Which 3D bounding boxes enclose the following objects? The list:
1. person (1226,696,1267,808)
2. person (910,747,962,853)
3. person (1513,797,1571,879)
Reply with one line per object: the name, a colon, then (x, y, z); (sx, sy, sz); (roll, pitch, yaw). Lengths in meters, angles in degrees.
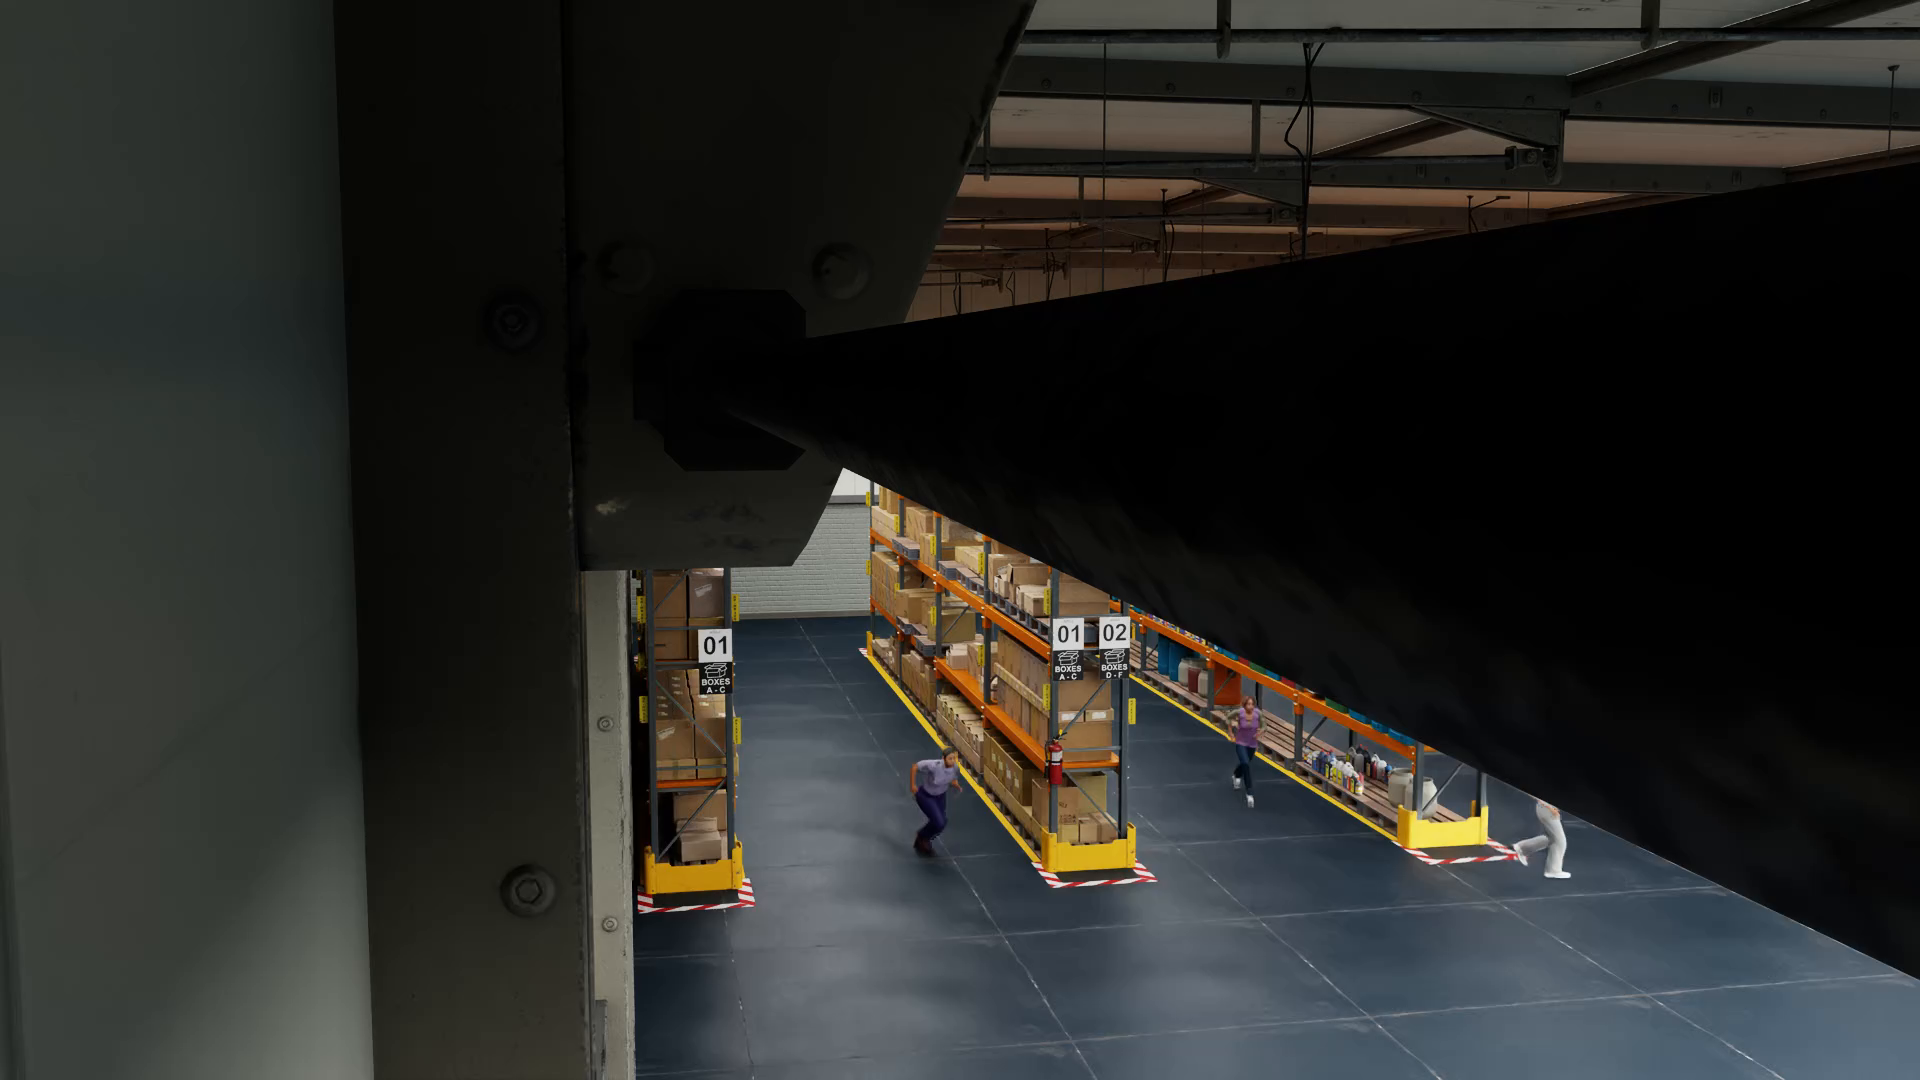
person: (4.167, 3.016, 24.325); (0.539, 1.594, 0.960); (-1, 6, -9)
person: (-0.340, 3.363, 21.409); (0.637, 1.482, 0.864); (-6, 8, -43)
person: (7.217, 3.370, 20.574); (0.698, 1.632, 0.563); (2, 6, 21)
